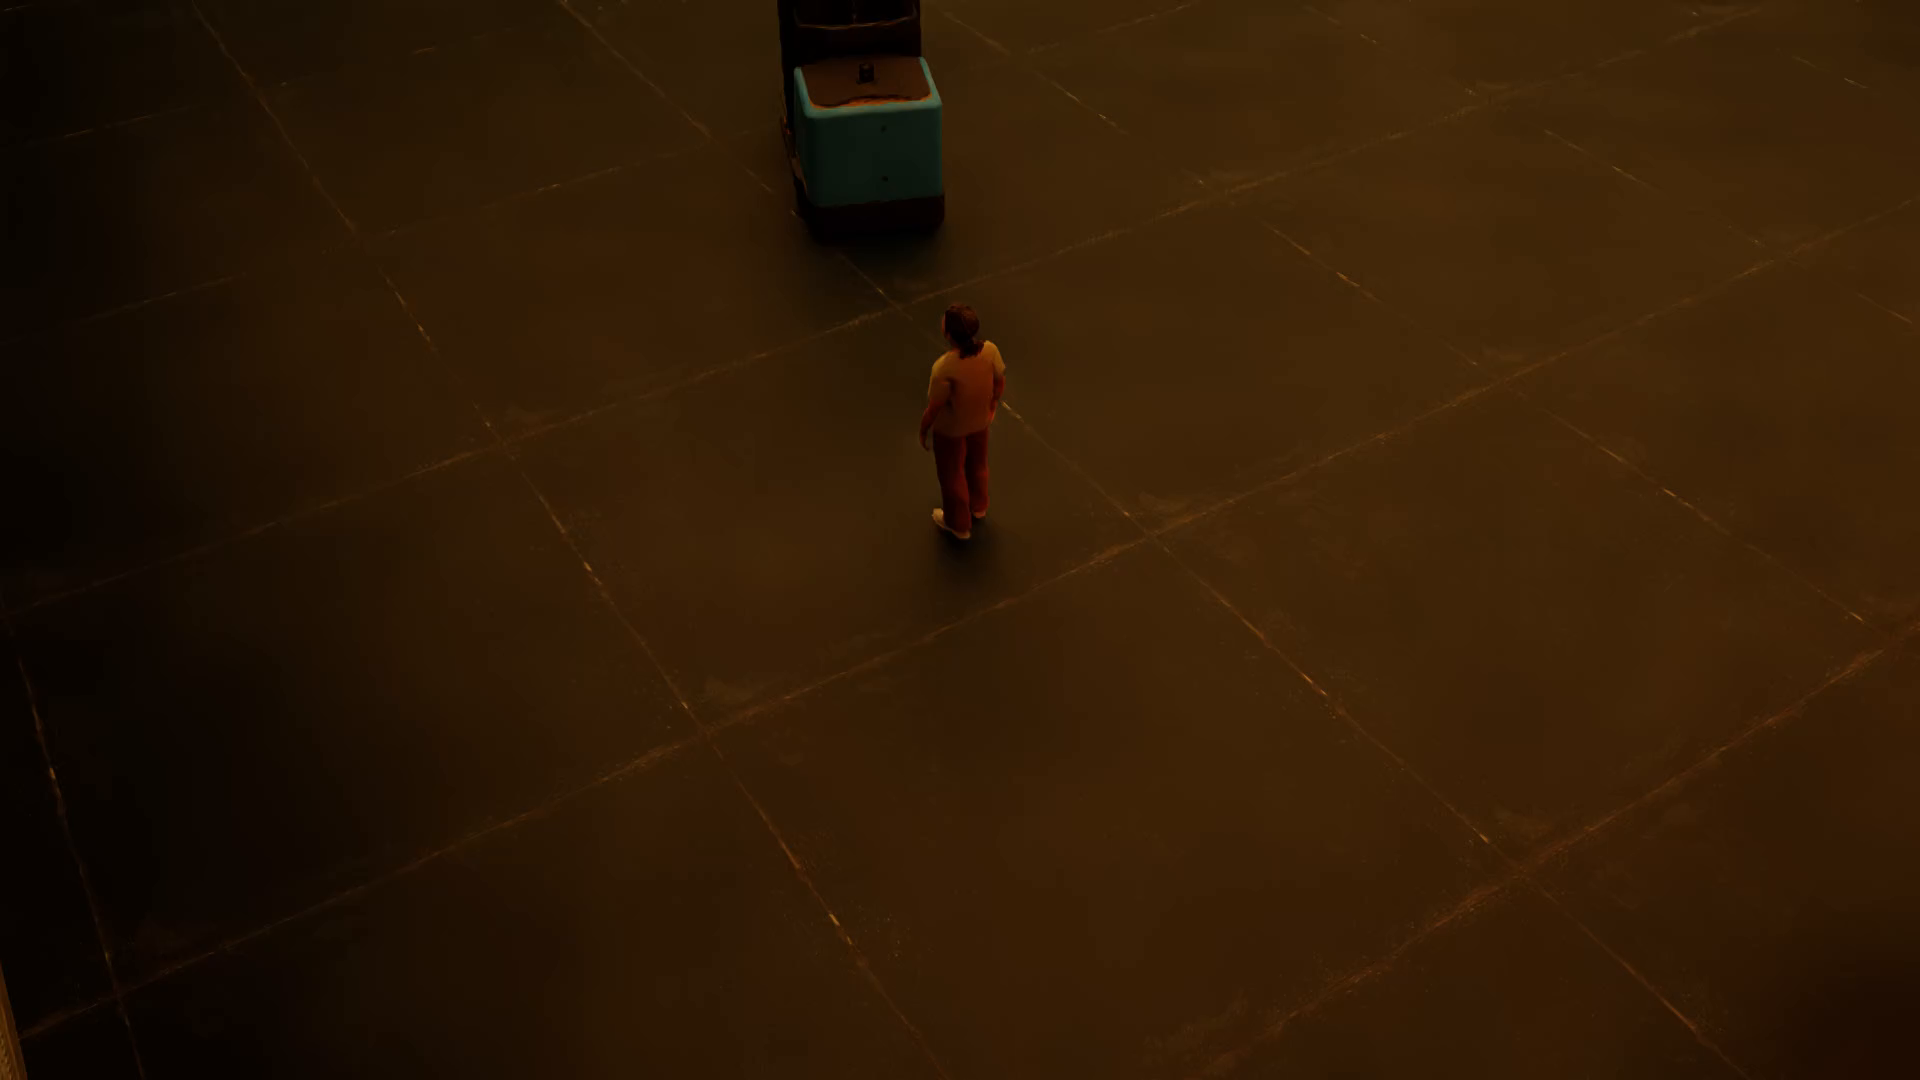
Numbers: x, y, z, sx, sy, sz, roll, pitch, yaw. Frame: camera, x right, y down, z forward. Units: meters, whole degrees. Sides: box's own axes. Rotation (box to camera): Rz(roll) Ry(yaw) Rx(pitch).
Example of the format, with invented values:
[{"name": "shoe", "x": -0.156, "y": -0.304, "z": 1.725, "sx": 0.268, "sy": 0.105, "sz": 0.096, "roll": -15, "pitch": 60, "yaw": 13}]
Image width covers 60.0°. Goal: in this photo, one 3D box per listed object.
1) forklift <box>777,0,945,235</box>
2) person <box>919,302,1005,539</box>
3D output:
[{"name": "forklift", "x": -0.897, "y": -4.399, "z": 12.905, "sx": 1.130, "sy": 2.935, "sz": 3.031, "roll": -7, "pitch": 42, "yaw": -8}, {"name": "person", "x": -0.030, "y": -0.711, "z": 9.567, "sx": 0.554, "sy": 1.673, "sz": 0.549, "roll": -23, "pitch": 46, "yaw": -24}]
